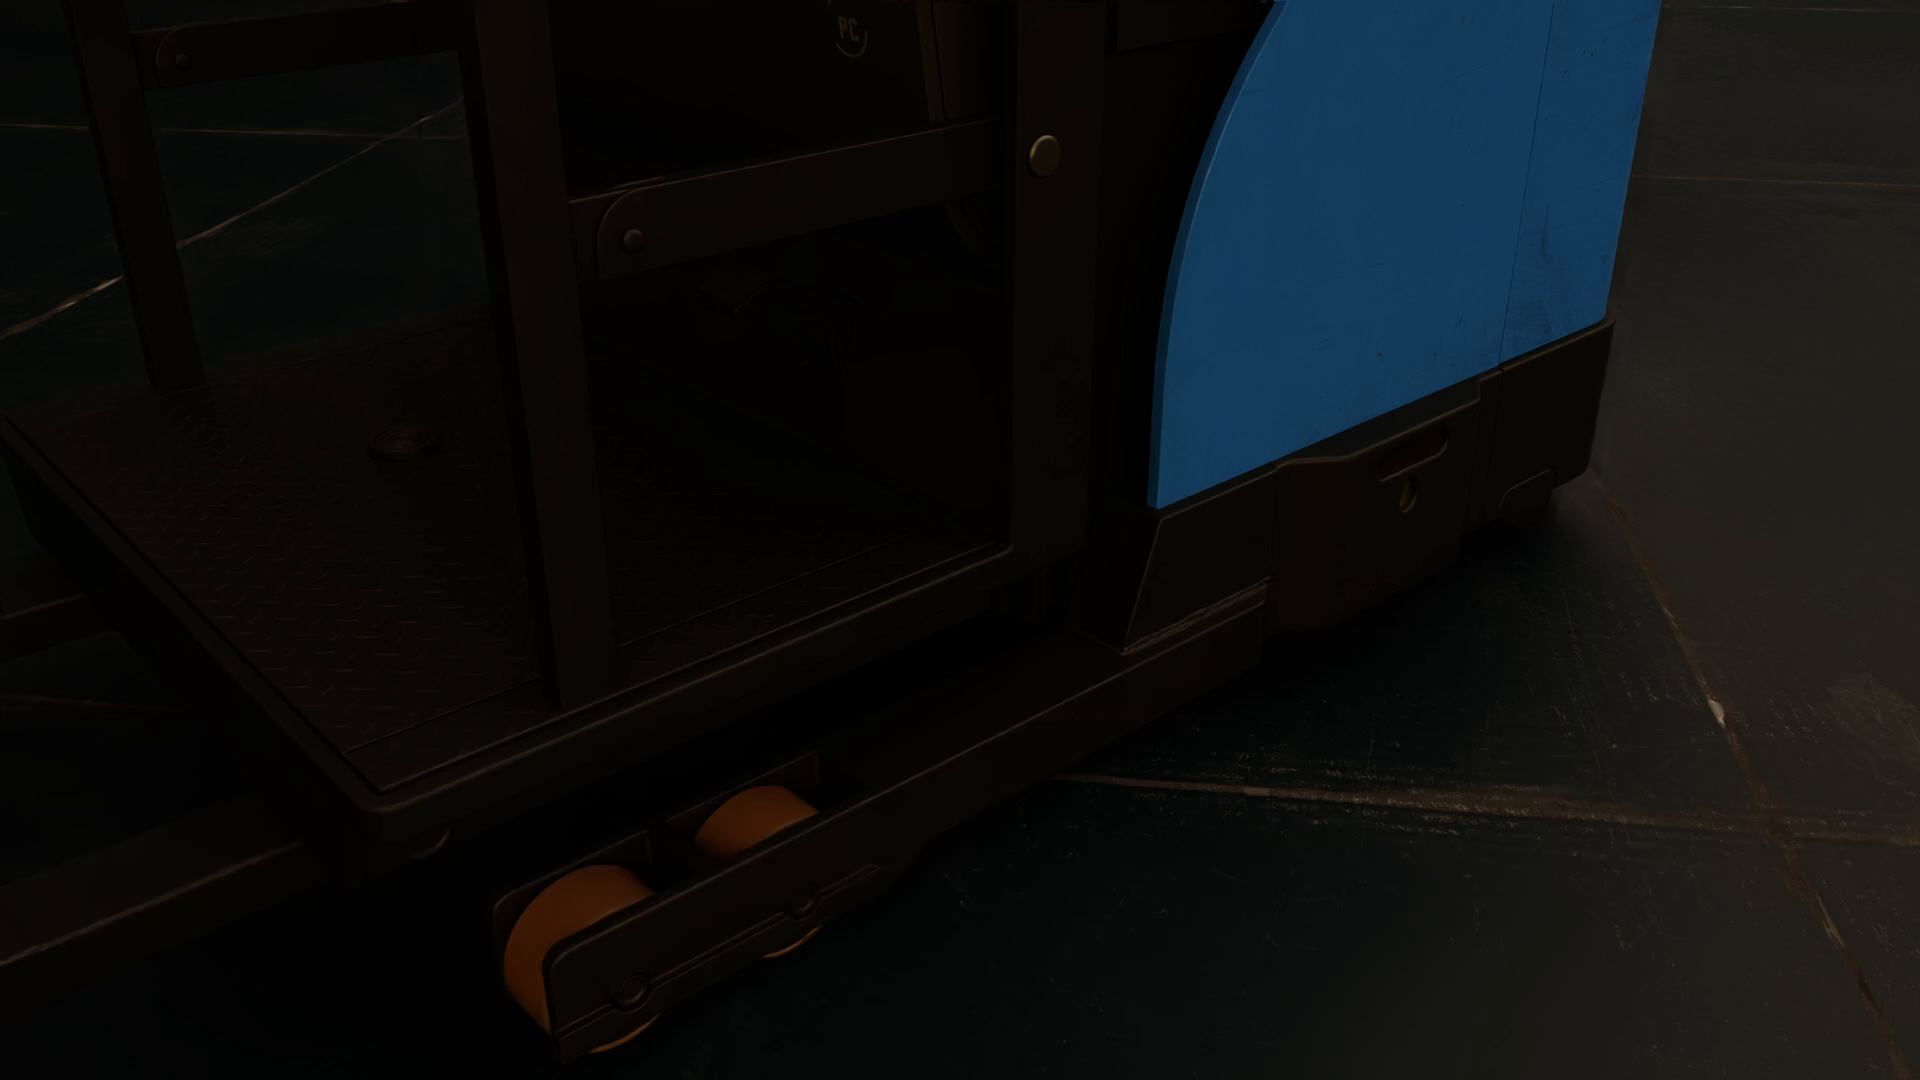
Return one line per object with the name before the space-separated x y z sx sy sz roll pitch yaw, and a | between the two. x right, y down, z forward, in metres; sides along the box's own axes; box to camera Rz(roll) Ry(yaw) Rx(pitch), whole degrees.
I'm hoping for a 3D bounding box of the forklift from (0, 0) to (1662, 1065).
forklift | -0.457 -1.101 1.424 3.031 2.935 1.130 -22 34 -37
